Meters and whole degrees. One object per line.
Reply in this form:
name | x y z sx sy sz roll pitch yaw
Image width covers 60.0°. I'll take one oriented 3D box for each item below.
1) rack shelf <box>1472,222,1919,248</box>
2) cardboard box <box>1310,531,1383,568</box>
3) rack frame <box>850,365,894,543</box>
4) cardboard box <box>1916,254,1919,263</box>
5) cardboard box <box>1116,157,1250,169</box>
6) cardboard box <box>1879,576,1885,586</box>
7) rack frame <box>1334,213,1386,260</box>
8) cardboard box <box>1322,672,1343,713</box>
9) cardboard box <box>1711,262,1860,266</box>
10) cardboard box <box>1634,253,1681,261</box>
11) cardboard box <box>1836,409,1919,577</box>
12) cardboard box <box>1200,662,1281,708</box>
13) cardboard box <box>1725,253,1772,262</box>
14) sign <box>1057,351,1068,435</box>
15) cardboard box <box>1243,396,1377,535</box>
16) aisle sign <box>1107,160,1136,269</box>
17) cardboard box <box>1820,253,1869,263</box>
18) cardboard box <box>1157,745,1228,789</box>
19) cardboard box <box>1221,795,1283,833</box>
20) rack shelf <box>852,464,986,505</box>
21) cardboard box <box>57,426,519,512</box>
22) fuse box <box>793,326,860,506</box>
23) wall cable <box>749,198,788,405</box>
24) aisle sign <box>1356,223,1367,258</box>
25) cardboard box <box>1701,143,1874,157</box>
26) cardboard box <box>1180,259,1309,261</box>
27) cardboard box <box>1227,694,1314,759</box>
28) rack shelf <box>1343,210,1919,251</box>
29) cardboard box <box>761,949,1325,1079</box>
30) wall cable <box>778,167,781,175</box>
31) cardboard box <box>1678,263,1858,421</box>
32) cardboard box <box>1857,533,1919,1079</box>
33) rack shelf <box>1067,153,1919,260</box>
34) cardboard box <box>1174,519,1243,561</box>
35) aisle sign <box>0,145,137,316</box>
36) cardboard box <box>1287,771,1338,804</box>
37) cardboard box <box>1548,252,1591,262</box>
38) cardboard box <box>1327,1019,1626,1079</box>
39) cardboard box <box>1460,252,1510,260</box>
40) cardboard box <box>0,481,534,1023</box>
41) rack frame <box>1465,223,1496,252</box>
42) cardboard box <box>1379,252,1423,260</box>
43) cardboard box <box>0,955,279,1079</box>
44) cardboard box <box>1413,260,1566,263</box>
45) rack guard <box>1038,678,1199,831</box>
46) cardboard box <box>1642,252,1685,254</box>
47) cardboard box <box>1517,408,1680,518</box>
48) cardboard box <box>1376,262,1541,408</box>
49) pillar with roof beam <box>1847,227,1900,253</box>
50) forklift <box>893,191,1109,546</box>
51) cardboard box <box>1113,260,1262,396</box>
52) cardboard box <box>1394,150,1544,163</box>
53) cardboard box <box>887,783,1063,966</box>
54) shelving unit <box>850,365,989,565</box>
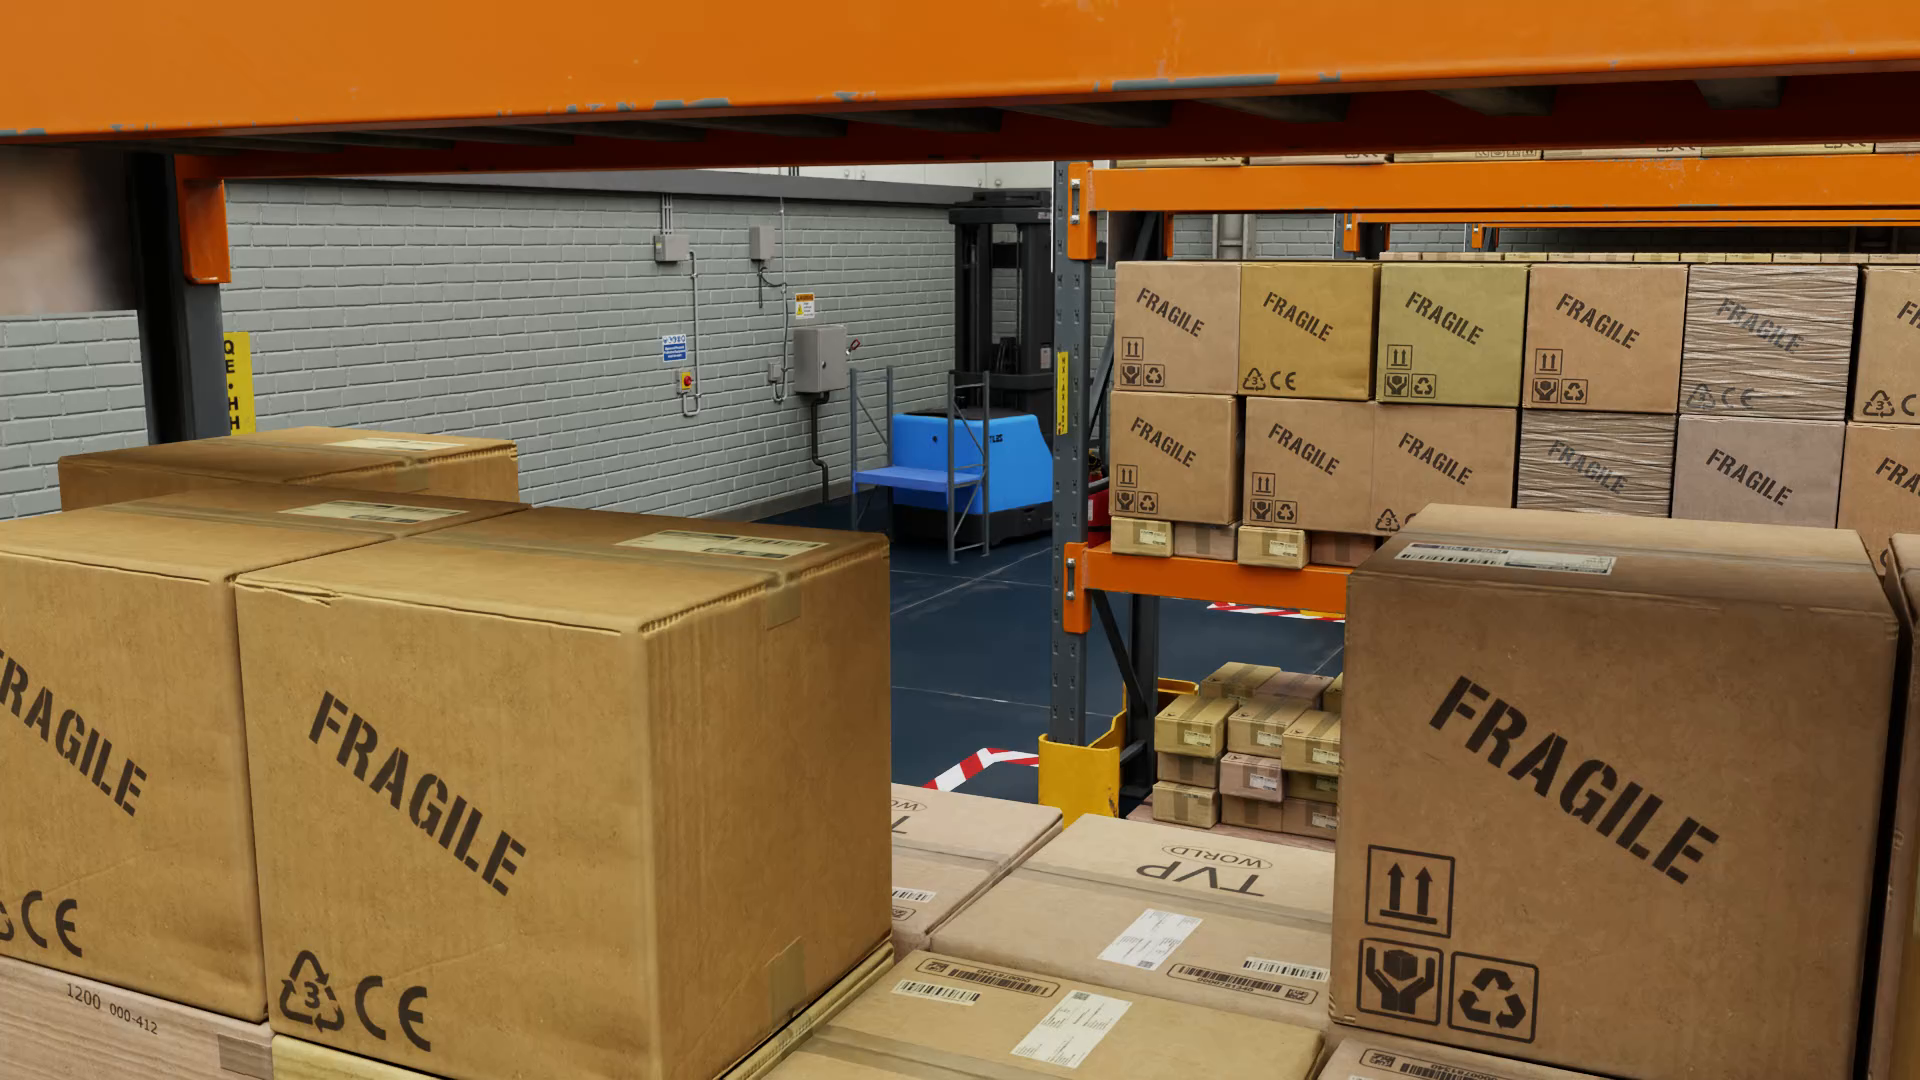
rack shelf | 6.734 -2.799 14.871 4.000 0.370 1.077 5 11 26
cardboard box | 1.551 0.000 6.512 0.250 0.149 0.380 6 12 28
rack frame | -0.729 -0.691 13.834 0.032 1.500 0.500 8 13 37
cardboard box | 5.730 -1.598 9.729 0.250 0.149 0.380 5 12 27
cardboard box | 0.938 -1.569 6.476 0.500 0.250 0.500 5 12 28
cardboard box | 3.182 0.146 5.707 0.250 0.149 0.380 5 11 24
rack frame | 2.748 -1.042 11.563 0.127 3.000 1.000 5 11 26
cardboard box | 1.724 0.691 7.147 0.250 0.149 0.380 5 11 25
cardboard box | 3.029 -0.773 6.155 0.500 0.500 0.500 5 12 27
cardboard box | 4.316 -1.701 10.296 0.250 0.149 0.380 5 11 24
cardboard box | 3.212 -0.158 5.562 0.500 0.500 0.500 5 11 24
cardboard box | 1.235 0.662 7.307 0.250 0.149 0.380 5 11 26
cardboard box | 4.800 -1.671 10.131 0.250 0.149 0.380 5 11 25
sign | 0.408 -0.582 6.595 0.005 0.325 0.100 5 11 26
cardboard box | 1.420 -0.321 6.465 0.500 0.500 0.500 5 11 26
aisle sign | 0.716 -1.576 7.216 0.004 0.787 0.394 5 11 26
cardboard box | 5.275 -1.637 9.941 0.250 0.149 0.380 5 11 25
cardboard box | 1.005 0.889 6.886 0.250 0.149 0.380 6 12 28
cardboard box | 1.248 1.053 6.815 0.250 0.149 0.380 5 11 26
rack shelf | -0.330 -0.458 13.557 1.000 0.185 0.538 8 13 37
cardboard box | -1.084 0.096 2.758 0.500 0.500 0.500 5 11 27
fuse box | -1.259 -1.172 15.902 0.414 1.711 0.539 5 11 26
wall cable | -1.702 -2.210 15.163 0.122 1.984 0.588 5 11 26
aisle sign | 2.821 -2.376 11.636 0.004 0.787 0.394 5 11 26
cardboard box | 2.778 -1.407 5.579 0.500 0.250 0.500 5 11 25
cardboard box | 1.169 -0.934 7.046 0.500 0.500 0.500 5 11 25
cardboard box | 1.268 0.758 6.772 0.250 0.149 0.380 5 12 27
rack shelf | 4.542 -2.006 10.489 4.000 0.370 1.077 5 11 26
cardboard box | 0.062 0.670 1.692 0.500 0.250 0.500 5 11 25
wall cable | -2.143 -4.517 13.919 0.029 3.000 2.355 5 11 26
cardboard box | 2.776 -0.692 5.706 0.500 0.500 0.500 5 12 27
cardboard box | 1.196 0.296 1.652 0.500 0.500 0.500 5 11 26
rack shelf | 2.442 -1.207 6.077 4.000 0.370 1.077 5 11 26
cardboard box | 1.040 -0.028 6.668 0.250 0.149 0.380 5 12 28
aisle sign | -1.569 -0.792 2.882 0.004 0.787 0.394 5 11 26
cardboard box | 1.484 0.925 6.688 0.250 0.149 0.380 5 11 27
cardboard box | 3.896 -1.752 10.576 0.250 0.149 0.380 5 11 26
cardboard box | 0.734 0.625 1.940 0.500 0.250 0.500 5 12 27
cardboard box | 3.393 -1.782 10.742 0.250 0.149 0.380 5 12 28
cardboard box | -0.878 0.220 2.073 0.500 0.500 0.500 5 11 24
rack frame | 4.941 -1.835 15.945 0.127 3.000 1.000 5 11 26
cardboard box | 2.944 -1.830 11.008 0.250 0.149 0.380 5 12 27
cardboard box | -0.857 0.589 2.137 0.500 0.250 0.500 5 11 25
cardboard box | 2.093 -0.855 6.607 0.500 0.500 0.500 6 12 29
rack guard | 0.716 0.993 7.340 0.348 0.500 1.175 5 11 26
cardboard box | 4.554 -1.790 10.789 0.250 0.149 0.380 5 12 28
cardboard box | 2.313 -0.241 6.024 0.500 0.500 0.500 5 11 24
cardboard box | 1.845 -0.770 6.136 0.500 0.500 0.500 5 11 25
pillar with roof beam | 6.398 -3.983 10.968 0.400 9.000 9.100 5 11 26
forklift | 0.726 -1.600 14.843 1.130 2.935 3.031 9 13 40
cardboard box | 0.933 -0.853 6.596 0.500 0.500 0.500 5 11 25
cardboard box | 1.876 -1.488 6.030 0.500 0.250 0.500 5 11 24
cardboard box | -0.174 0.544 2.385 0.500 0.250 0.500 5 11 24
shelving unit | -0.330 -0.635 13.524 1.048 1.500 0.538 8 13 37
